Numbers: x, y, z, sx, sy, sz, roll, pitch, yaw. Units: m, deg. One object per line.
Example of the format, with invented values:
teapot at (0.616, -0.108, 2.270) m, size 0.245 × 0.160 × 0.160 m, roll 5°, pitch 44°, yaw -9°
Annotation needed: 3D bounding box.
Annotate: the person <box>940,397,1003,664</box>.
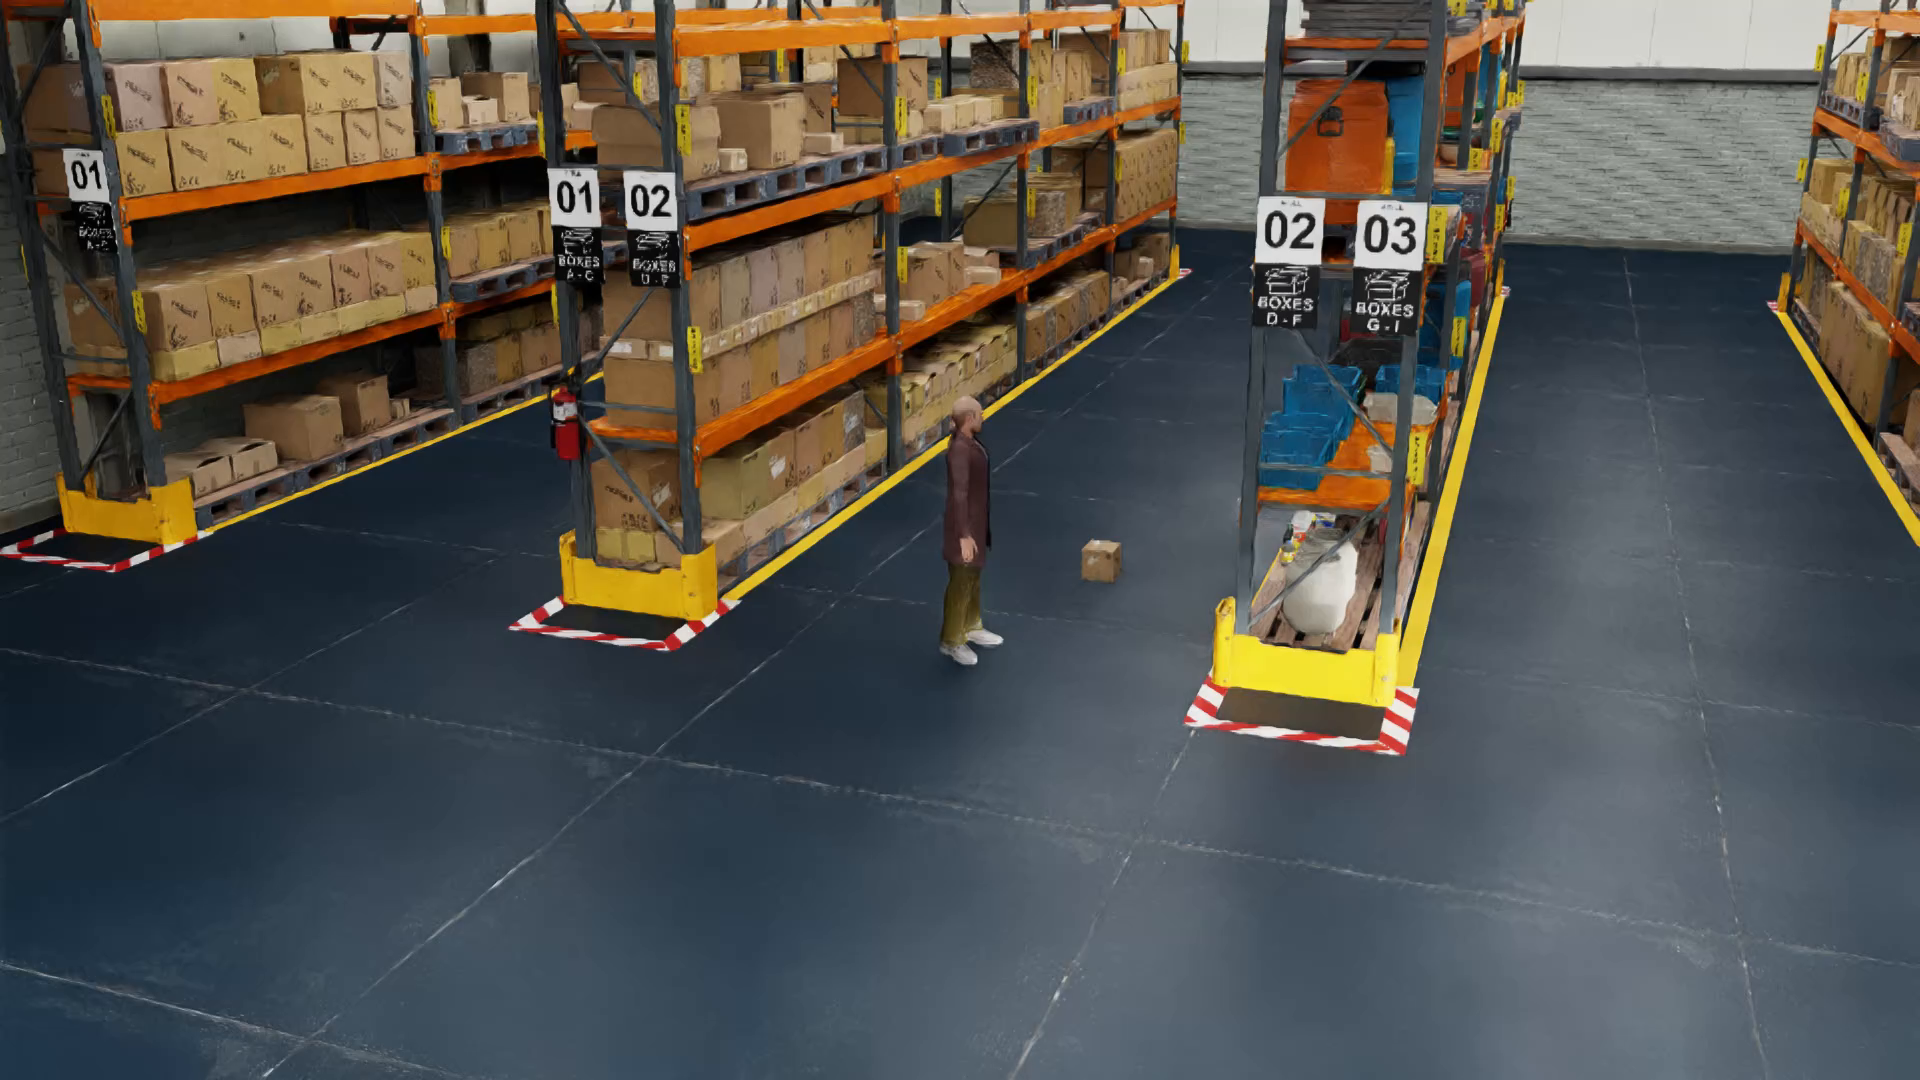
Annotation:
person at (0.081, -0.093, 11.271) m, size 0.421 × 1.791 × 0.659 m, roll 2°, pitch 19°, yaw 7°
